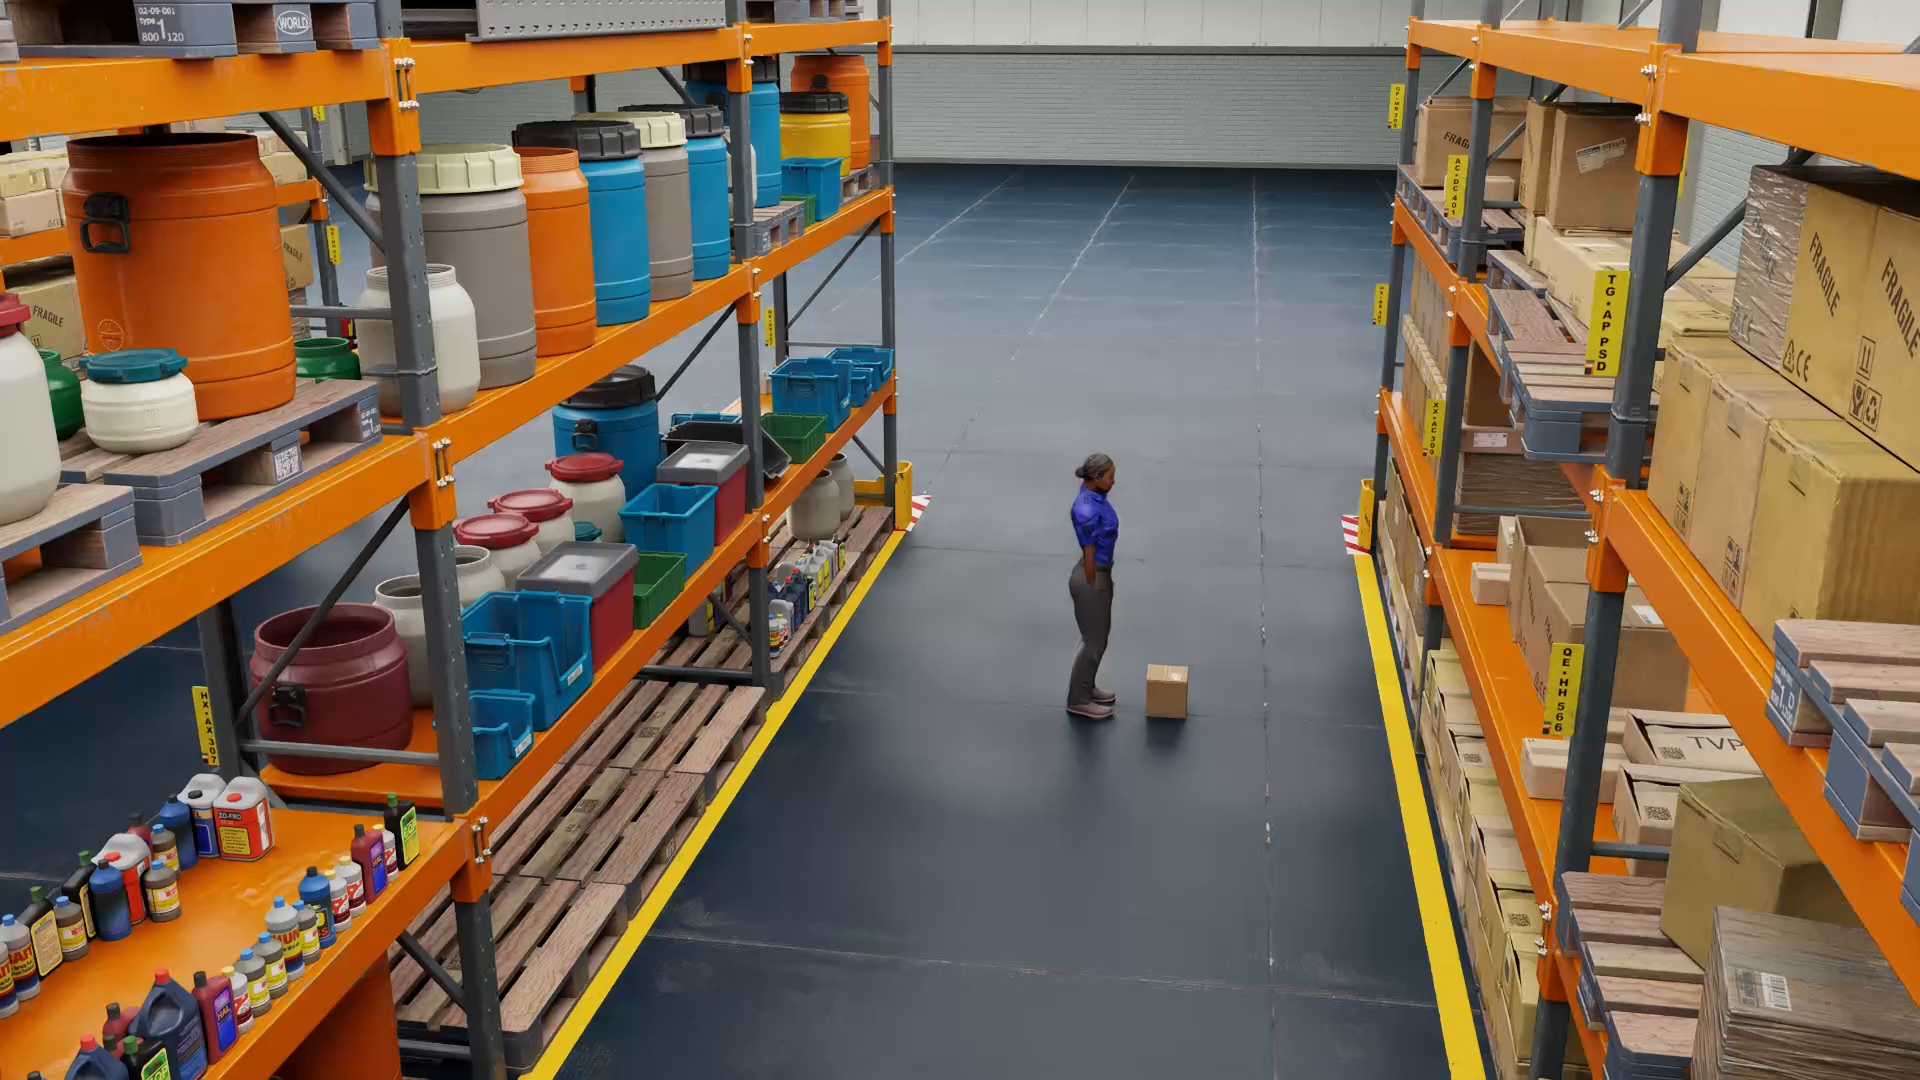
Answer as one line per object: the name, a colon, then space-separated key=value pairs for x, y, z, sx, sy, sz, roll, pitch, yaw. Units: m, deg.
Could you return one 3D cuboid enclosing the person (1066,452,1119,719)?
person: x=0.832 y=0.260 z=10.276 sx=0.304 sy=1.655 sz=0.438 roll=3 pitch=18 yaw=10
